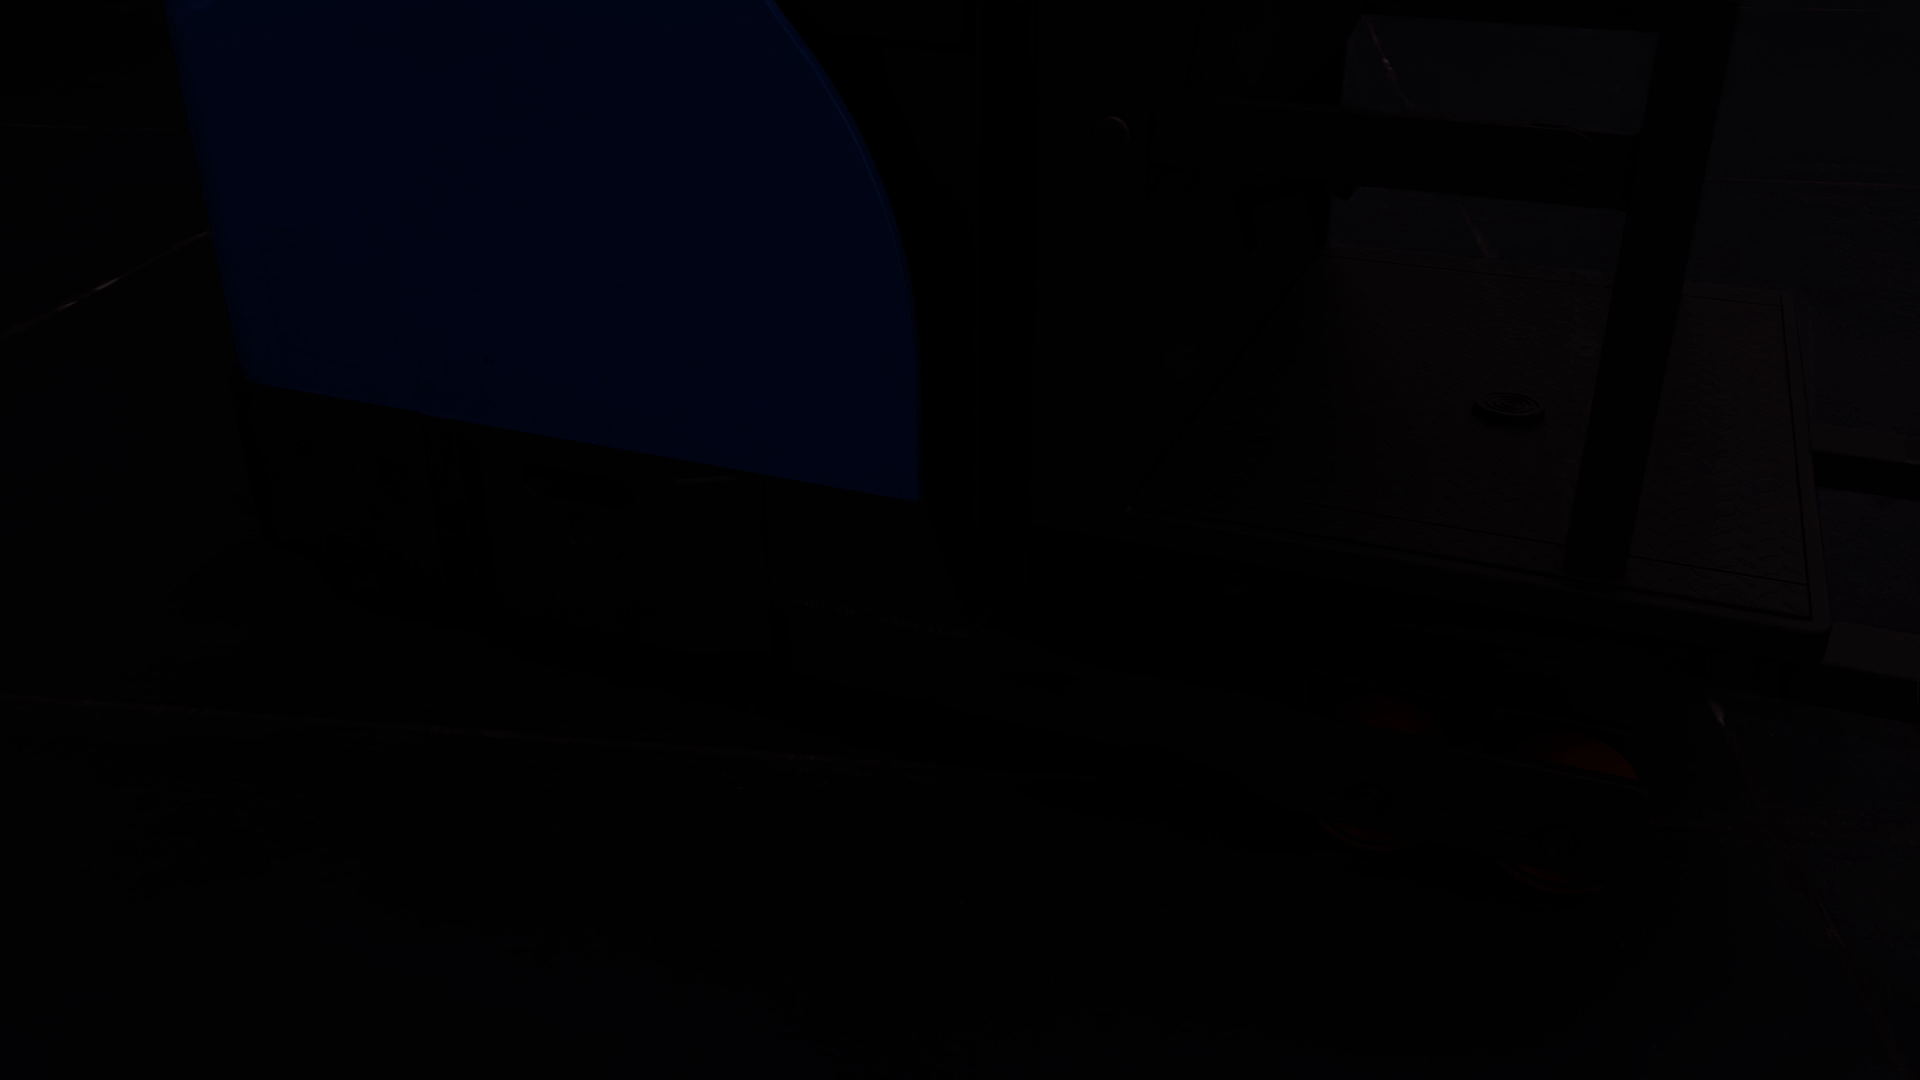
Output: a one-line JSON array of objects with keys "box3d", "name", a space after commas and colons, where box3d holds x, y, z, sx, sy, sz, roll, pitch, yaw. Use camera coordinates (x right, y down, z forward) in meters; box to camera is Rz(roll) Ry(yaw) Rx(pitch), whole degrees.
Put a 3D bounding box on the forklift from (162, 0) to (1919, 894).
[{"box3d": [0.565, -1.209, 1.640, 3.031, 2.935, 1.130, 10, 28, 20], "name": "forklift"}]
